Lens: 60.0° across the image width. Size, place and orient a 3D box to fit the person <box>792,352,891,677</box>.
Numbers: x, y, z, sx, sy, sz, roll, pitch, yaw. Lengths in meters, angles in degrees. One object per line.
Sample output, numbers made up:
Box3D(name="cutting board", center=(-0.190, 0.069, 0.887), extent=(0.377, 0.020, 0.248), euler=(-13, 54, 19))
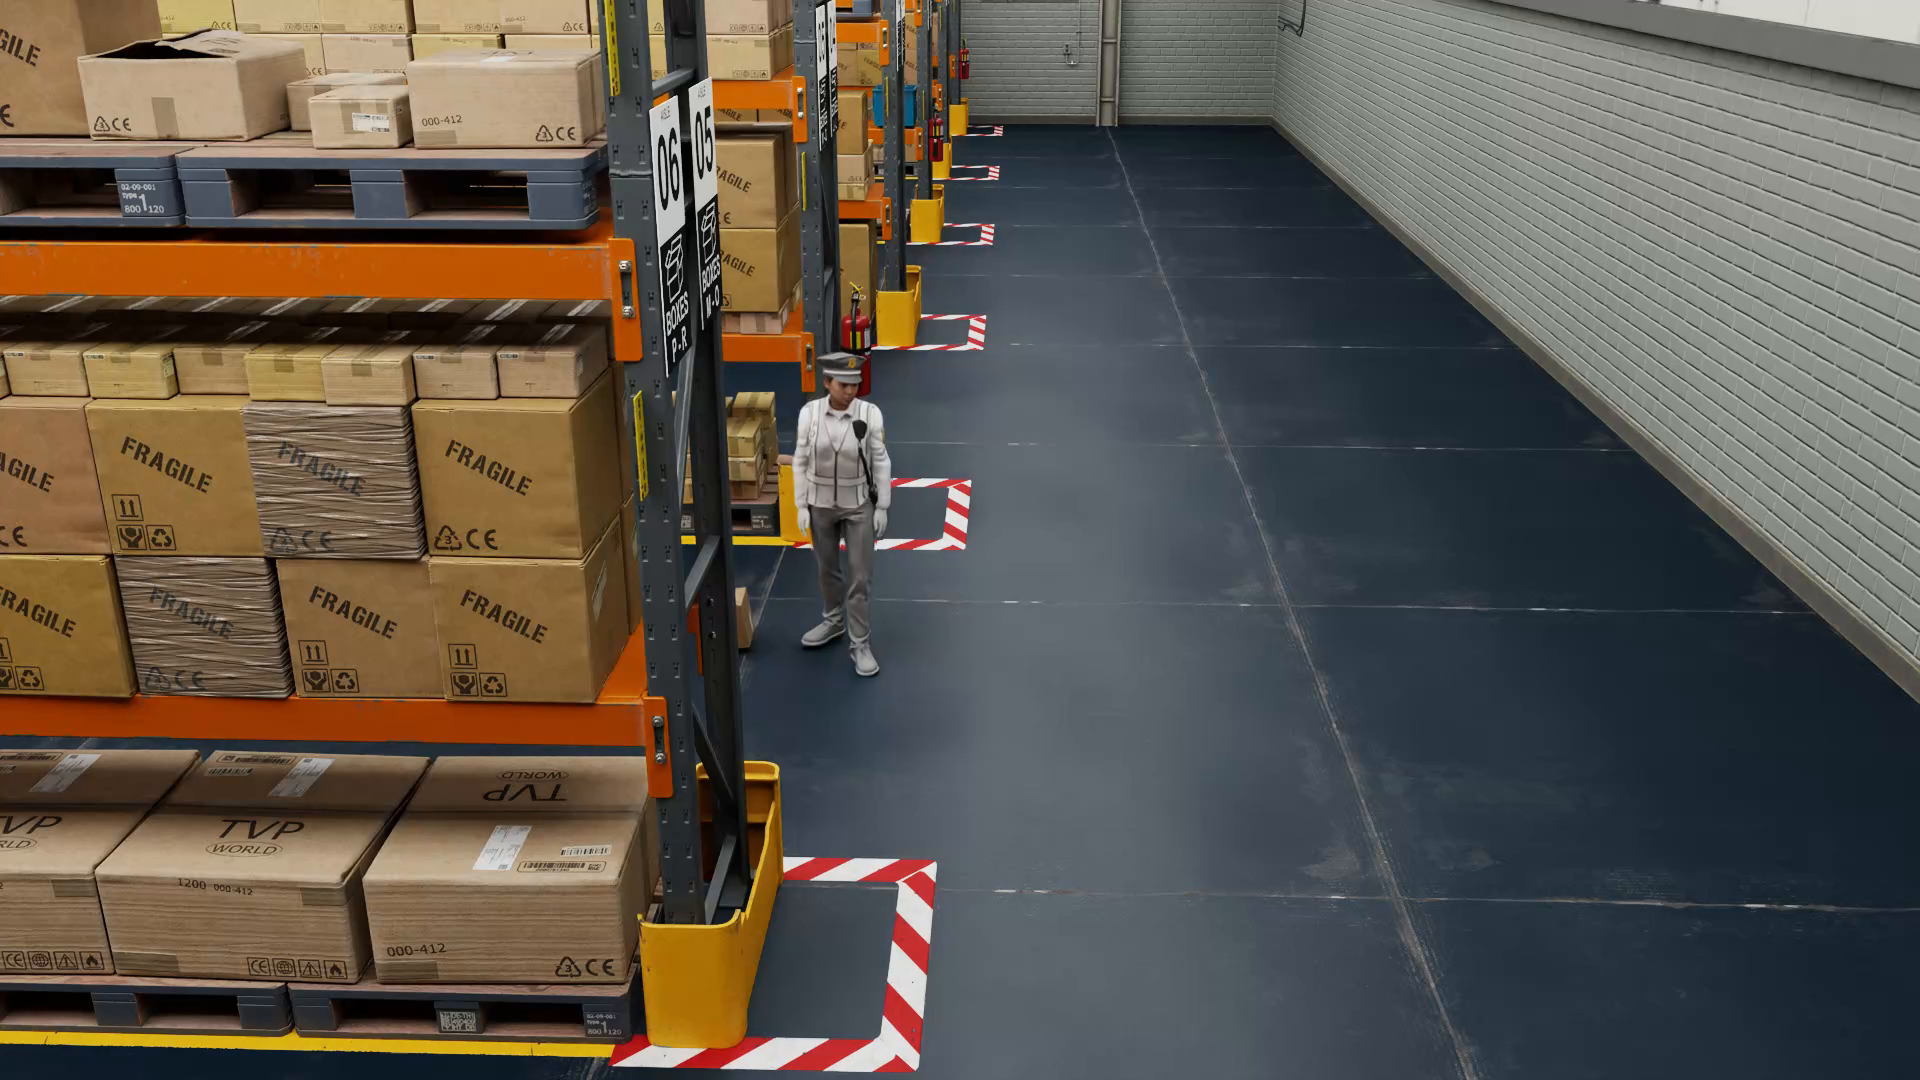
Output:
Box3D(name="person", center=(-0.611, -0.164, 8.578), extent=(0.503, 1.679, 0.526), euler=(2, 21, 5))
